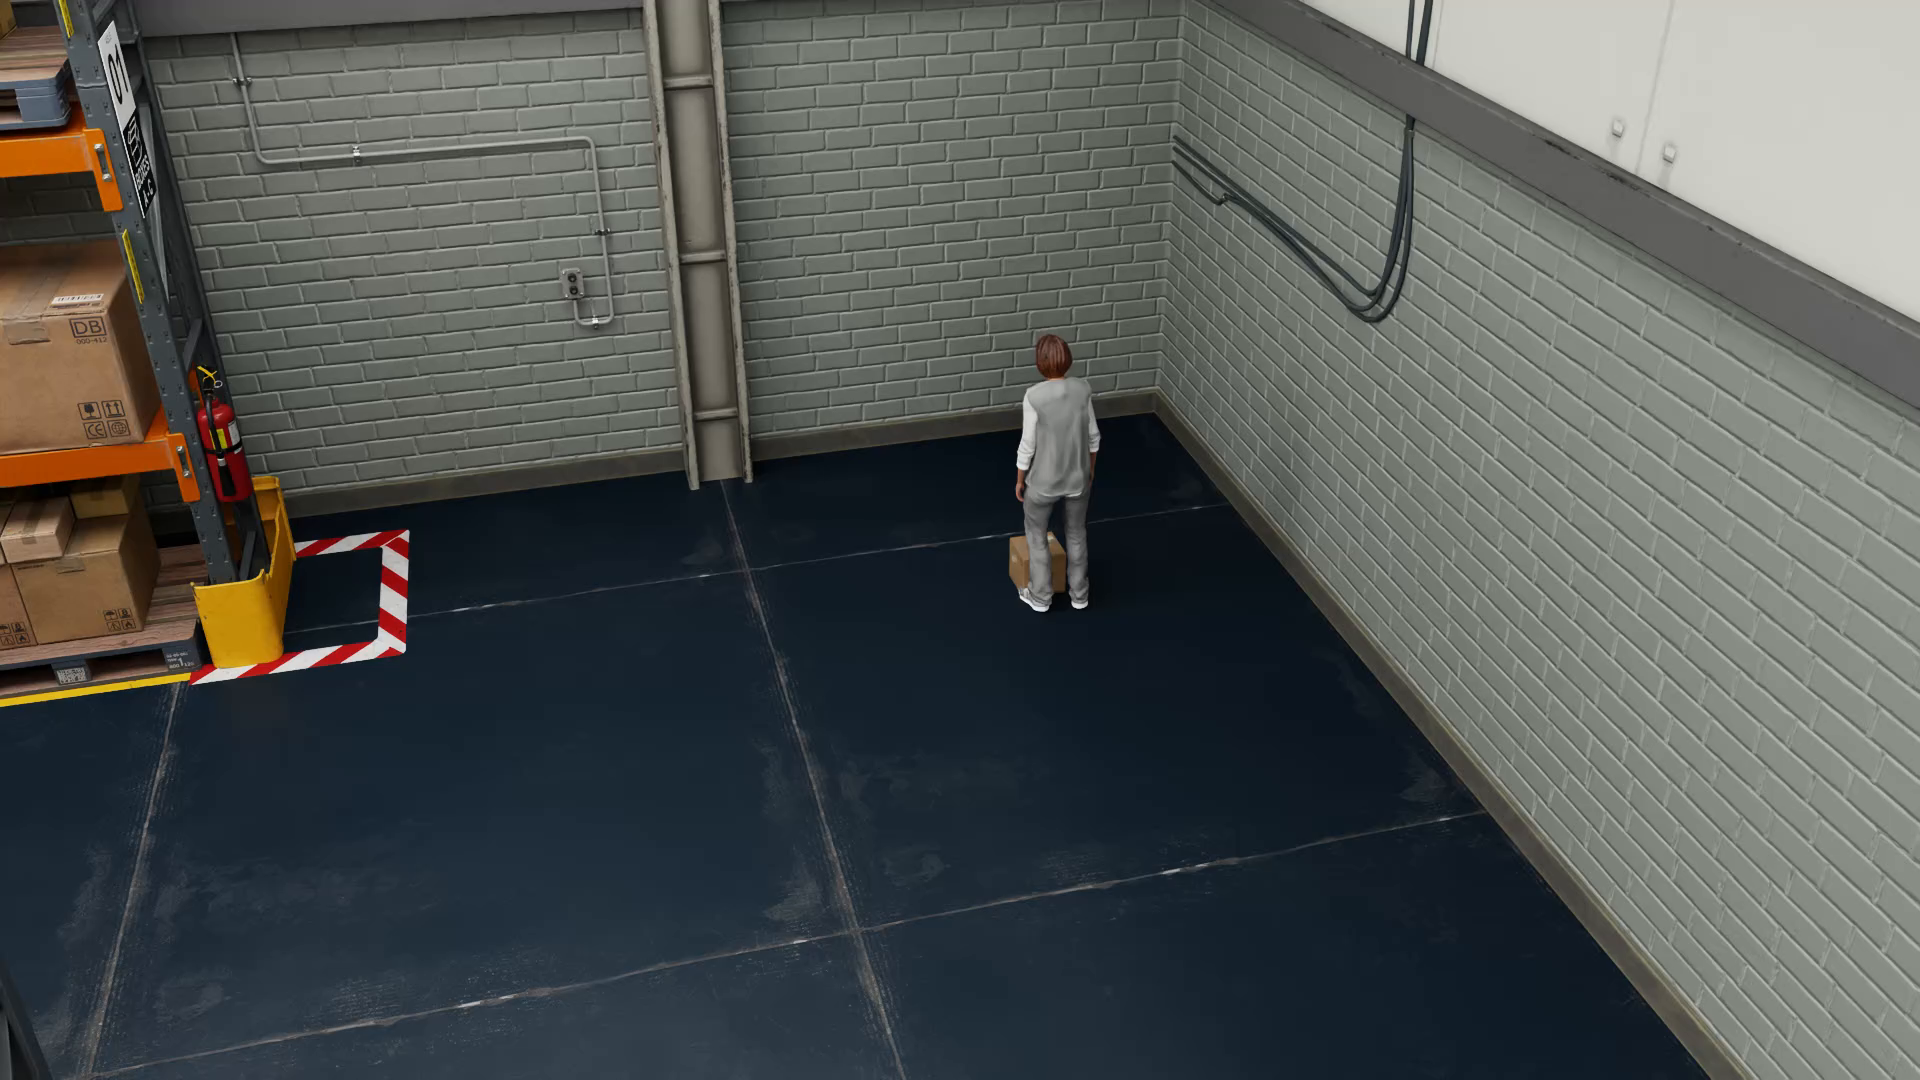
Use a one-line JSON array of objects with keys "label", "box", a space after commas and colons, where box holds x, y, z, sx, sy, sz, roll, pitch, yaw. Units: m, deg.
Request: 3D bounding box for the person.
[{"label": "person", "box": [0.506, -0.323, 8.795, 0.469, 1.580, 0.377, -9, 32, -15]}]
